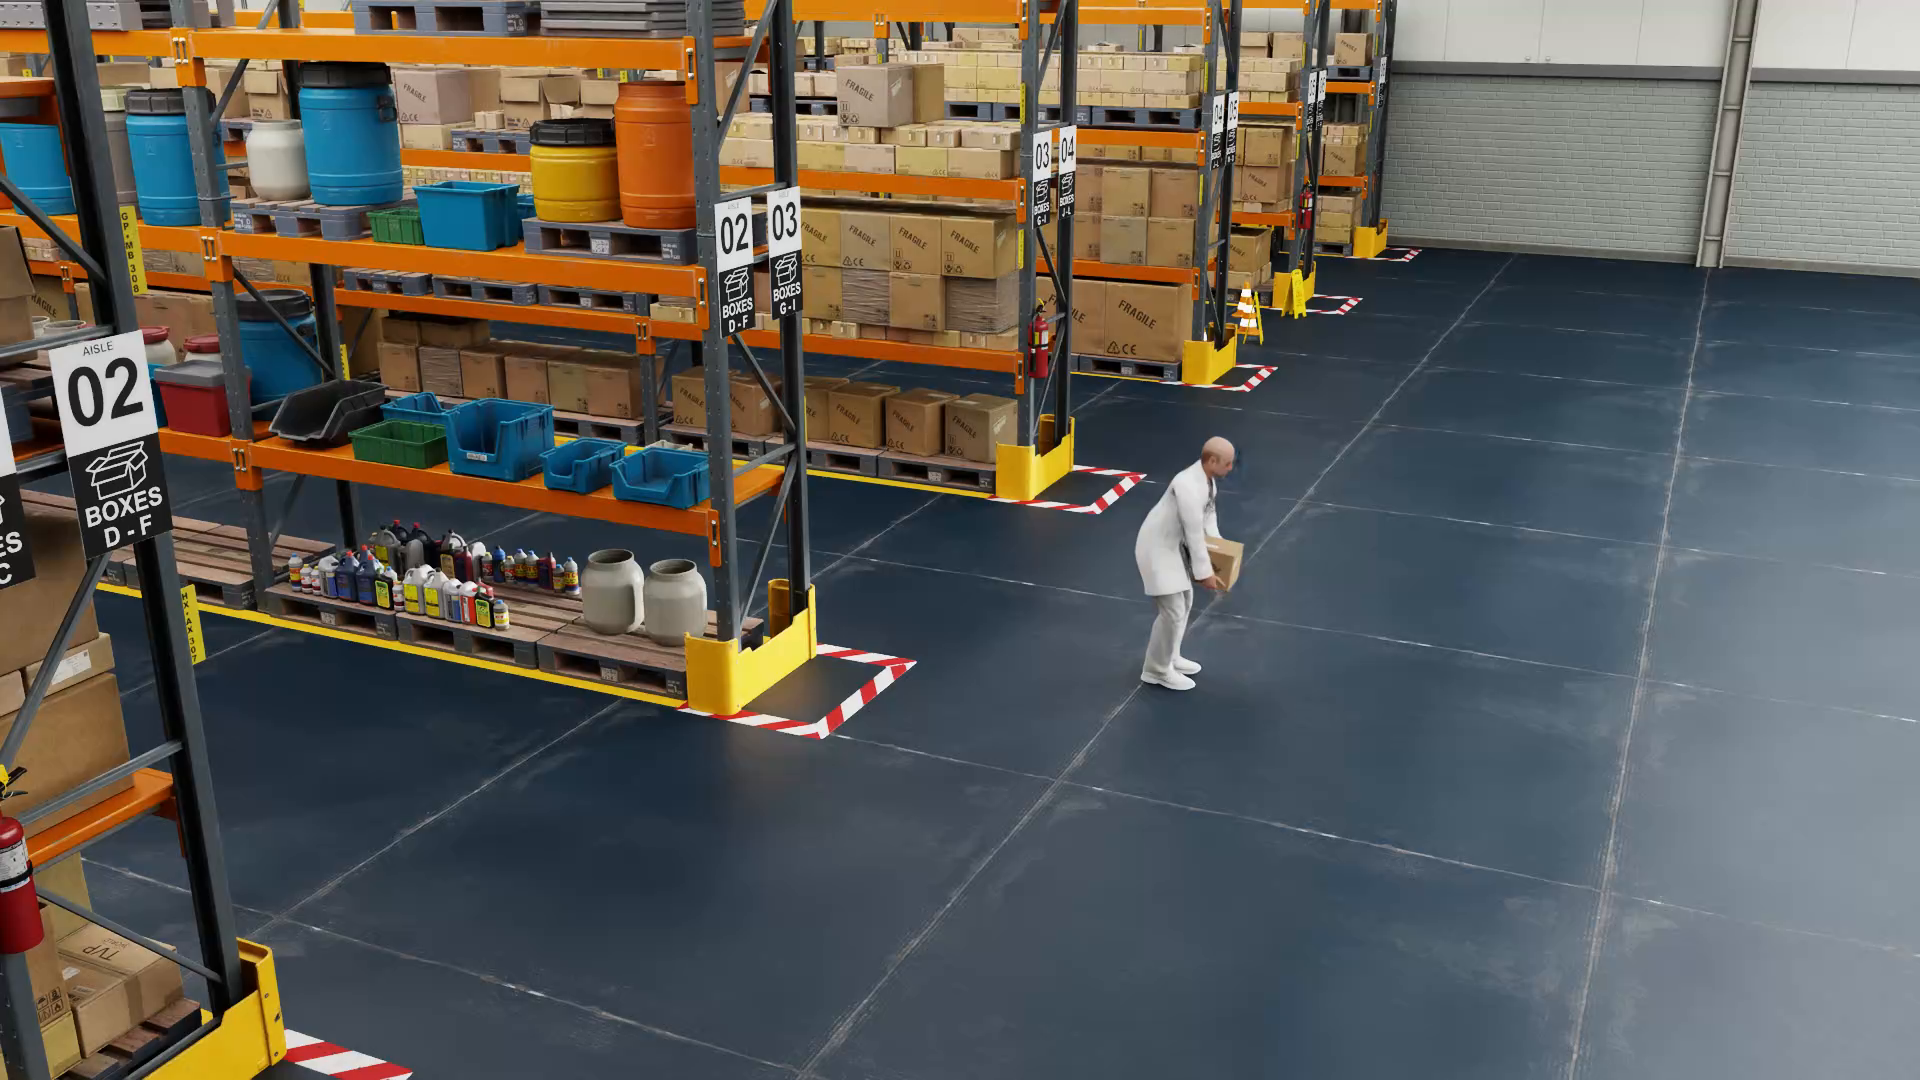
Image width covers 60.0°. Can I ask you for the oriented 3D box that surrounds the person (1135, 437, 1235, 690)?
[{"bbox_3d":[1.464,0.135,10.837,0.633,1.689,0.540,8,20,22],"label":"person"}]
